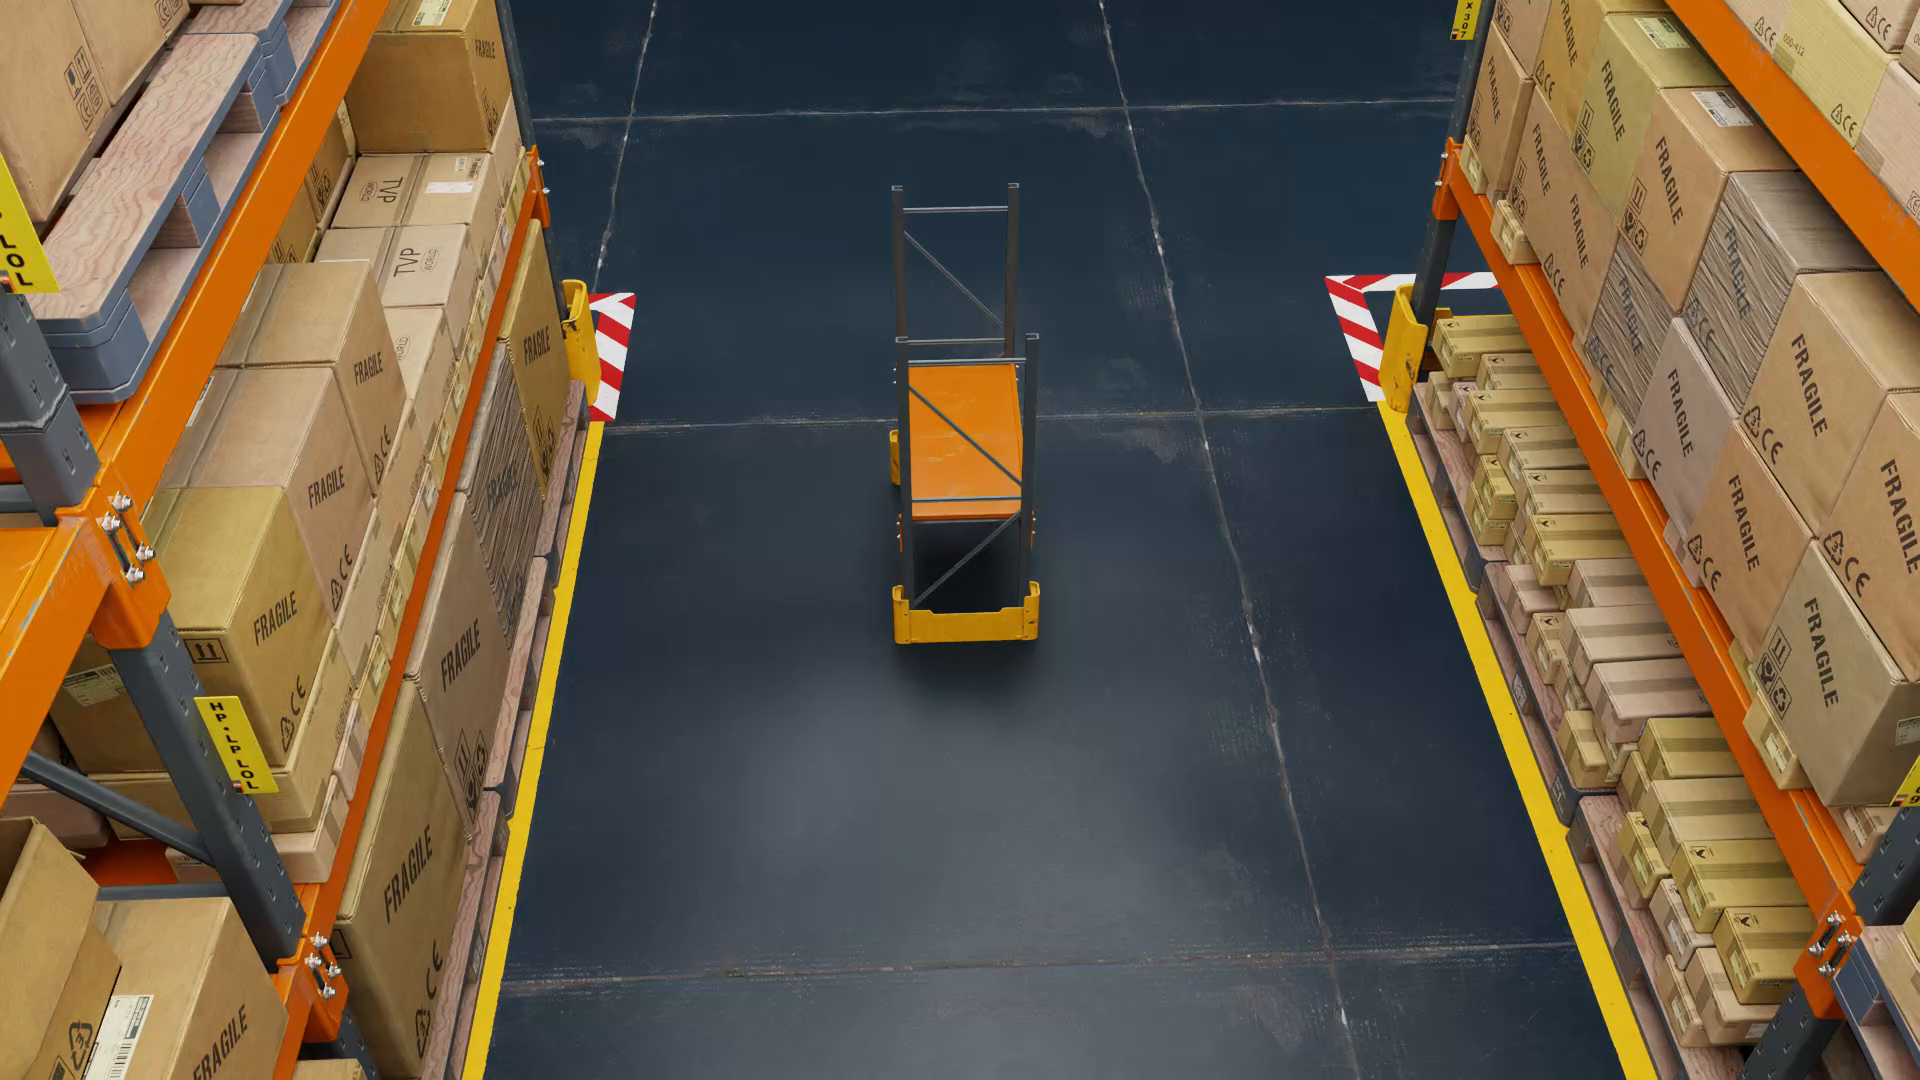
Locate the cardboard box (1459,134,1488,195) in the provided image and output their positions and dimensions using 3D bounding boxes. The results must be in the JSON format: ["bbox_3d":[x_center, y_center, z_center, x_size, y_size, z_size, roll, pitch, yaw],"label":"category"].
[{"bbox_3d":[2.312,-1.571,6.930,0.380,0.149,0.250,-2,43,-2],"label":"cardboard box"}]

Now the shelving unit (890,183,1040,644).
[{"bbox_3d":[0.003,-0.501,6.687,0.587,1.500,1.083,-2,43,-2],"label":"shelving unit"}]

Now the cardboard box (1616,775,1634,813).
[{"bbox_3d":[2.545,0.914,5.832,0.380,0.149,0.250,-3,43,-3],"label":"cardboard box"}]

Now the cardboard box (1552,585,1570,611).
[{"bbox_3d":[2.507,0.139,6.457,0.380,0.149,0.250,0,43,0],"label":"cardboard box"}]

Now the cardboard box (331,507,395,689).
[{"bbox_3d":[-1.939,0.167,4.738,0.500,0.250,0.500,-2,43,-2],"label":"cardboard box"}]

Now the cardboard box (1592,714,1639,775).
[{"bbox_3d":[2.468,0.685,5.862,0.380,0.149,0.250,-1,43,-1],"label":"cardboard box"}]

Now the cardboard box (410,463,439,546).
[{"bbox_3d":[-1.900,-0.109,5.335,0.380,0.149,0.250,-1,43,-1],"label":"cardboard box"}]

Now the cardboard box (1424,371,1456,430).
[{"bbox_3d":[2.328,-0.633,7.520,0.380,0.149,0.250,-1,43,-1],"label":"cardboard box"}]

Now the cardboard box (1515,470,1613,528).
[{"bbox_3d":[2.419,-0.143,6.545,0.380,0.149,0.250,0,43,0],"label":"cardboard box"}]

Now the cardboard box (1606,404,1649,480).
[{"bbox_3d":[2.411,-0.339,5.585,0.380,0.149,0.250,-1,43,-1],"label":"cardboard box"}]

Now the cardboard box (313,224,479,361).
[{"bbox_3d":[-2.006,-0.867,5.867,0.500,0.250,0.500,-3,43,-3],"label":"cardboard box"}]

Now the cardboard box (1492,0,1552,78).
[{"bbox_3d":[2.379,-2.097,6.283,0.500,0.500,0.500,-2,43,-2],"label":"cardboard box"}]

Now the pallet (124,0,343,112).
[{"bbox_3d":[-2.237,-1.565,4.583,1.003,0.211,1.213,-2,43,-2],"label":"pallet"}]

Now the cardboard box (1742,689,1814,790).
[{"bbox_3d":[2.430,0.544,4.623,0.380,0.149,0.250,-3,43,-3],"label":"cardboard box"}]

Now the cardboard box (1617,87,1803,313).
[{"bbox_3d":[2.432,-1.060,5.153,0.500,0.500,0.500,-3,43,-3],"label":"cardboard box"}]

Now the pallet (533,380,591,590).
[{"bbox_3d":[-2.222,-0.252,7.369,1.003,0.211,1.213,-2,43,-2],"label":"pallet"}]

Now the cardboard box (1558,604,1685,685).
[{"bbox_3d":[2.391,0.374,5.981,0.380,0.149,0.250,-3,43,-3],"label":"cardboard box"}]

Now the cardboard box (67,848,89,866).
[{"bbox_3d":[-2.505,0.779,4.367,0.380,0.149,0.250,-1,43,-2],"label":"cardboard box"}]

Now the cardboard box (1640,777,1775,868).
[{"bbox_3d":[2.452,0.913,5.393,0.380,0.149,0.250,-2,43,-2],"label":"cardboard box"}]

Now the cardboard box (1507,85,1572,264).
[{"bbox_3d":[2.417,-1.367,6.227,0.500,0.500,0.500,-2,43,-2],"label":"cardboard box"}]

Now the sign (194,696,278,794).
[{"bbox_3d":[-1.623,0.463,3.727,0.100,0.325,0.005,-2,43,-2],"label":"sign"}]

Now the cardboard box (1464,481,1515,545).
[{"bbox_3d":[2.340,-0.116,6.955,0.380,0.149,0.250,-1,43,-1],"label":"cardboard box"}]

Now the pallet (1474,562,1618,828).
[{"bbox_3d":[2.677,0.558,6.485,1.003,0.211,1.213,-2,43,-2],"label":"pallet"}]

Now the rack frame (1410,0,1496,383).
[{"bbox_3d":[2.625,-1.892,7.094,1.000,3.000,0.127,-2,43,-2],"label":"rack frame"}]

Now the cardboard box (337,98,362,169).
[{"bbox_3d":[-2.584,-1.541,6.602,0.500,0.250,0.500,-3,43,-3],"label":"cardboard box"}]

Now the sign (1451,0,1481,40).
[{"bbox_3d":[2.083,-2.196,6.785,0.100,0.325,0.005,-2,43,-2],"label":"sign"}]

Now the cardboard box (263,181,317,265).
[{"bbox_3d":[-2.534,-1.130,5.599,0.500,0.500,0.500,-3,43,-3],"label":"cardboard box"}]

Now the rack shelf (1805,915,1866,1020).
[{"bbox_3d":[2.880,2.424,2.918,1.077,0.370,4.000,-2,43,-2],"label":"rack shelf"}]

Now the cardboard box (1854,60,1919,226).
[{"bbox_3d":[2.495,-0.903,3.906,0.500,0.250,0.500,-2,43,-2],"label":"cardboard box"}]

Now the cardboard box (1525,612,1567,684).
[{"bbox_3d":[2.407,0.411,6.381,0.380,0.149,0.250,-2,43,-2],"label":"cardboard box"}]

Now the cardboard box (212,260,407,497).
[{"bbox_3d":[-1.969,-0.463,4.871,0.500,0.500,0.500,-3,43,-3],"label":"cardboard box"}]

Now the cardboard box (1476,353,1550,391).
[{"bbox_3d":[2.440,-0.669,7.119,0.380,0.149,0.250,-1,43,-1],"label":"cardboard box"}]

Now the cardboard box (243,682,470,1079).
[{"bbox_3d":[-2.112,1.063,5.132,0.875,0.875,0.875,-2,43,-2],"label":"cardboard box"}]

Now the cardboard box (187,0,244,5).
[{"bbox_3d":[-2.156,-1.699,4.205,0.700,0.500,0.500,0,43,0],"label":"cardboard box"}]

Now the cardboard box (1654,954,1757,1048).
[{"bbox_3d":[2.438,1.449,5.248,0.380,0.149,0.250,-1,43,-1],"label":"cardboard box"}]

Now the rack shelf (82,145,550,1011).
[{"bbox_3d":[-2.249,-0.203,5.784,1.077,0.370,4.000,-2,43,-2],"label":"rack shelf"}]

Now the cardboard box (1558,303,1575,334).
[{"bbox_3d":[2.457,-0.863,6.157,0.380,0.149,0.250,-2,43,-2],"label":"cardboard box"}]

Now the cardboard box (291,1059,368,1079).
[{"bbox_3d":[-2.117,1.942,4.173,1.225,0.875,0.875,-2,43,-2],"label":"cardboard box"}]

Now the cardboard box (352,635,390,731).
[{"bbox_3d":[-1.868,0.411,4.768,0.380,0.149,0.250,0,43,0],"label":"cardboard box"}]

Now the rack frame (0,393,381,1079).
[{"bbox_3d":[-2.164,0.882,4.067,1.000,3.000,0.127,-2,43,-2],"label":"rack frame"}]

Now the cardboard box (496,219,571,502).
[{"bbox_3d":[-2.227,-0.760,7.121,0.875,0.875,0.875,-2,43,-2],"label":"cardboard box"}]

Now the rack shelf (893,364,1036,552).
[{"bbox_3d":[0.004,-0.363,6.802,0.538,0.185,1.000,-2,43,-2],"label":"rack shelf"}]

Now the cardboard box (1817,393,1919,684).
[{"bbox_3d":[2.505,-0.016,4.014,0.500,0.500,0.500,-3,43,-3],"label":"cardboard box"}]

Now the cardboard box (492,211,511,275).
[{"bbox_3d":[-1.968,-1.149,6.469,0.380,0.149,0.250,-2,43,-2],"label":"cardboard box"}]

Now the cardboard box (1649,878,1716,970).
[{"bbox_3d":[2.440,1.209,5.290,0.380,0.149,0.250,-4,43,-4],"label":"cardboard box"}]

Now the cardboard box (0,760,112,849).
[{"bbox_3d":[-2.445,0.537,4.335,0.500,0.250,0.500,-2,43,-3],"label":"cardboard box"}]

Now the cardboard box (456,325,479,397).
[{"bbox_3d":[-1.934,-0.630,5.903,0.380,0.149,0.250,-1,43,-2],"label":"cardboard box"}]

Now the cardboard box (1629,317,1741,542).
[{"bbox_3d":[2.452,-0.343,5.110,0.500,0.500,0.500,-2,43,-2],"label":"cardboard box"}]
